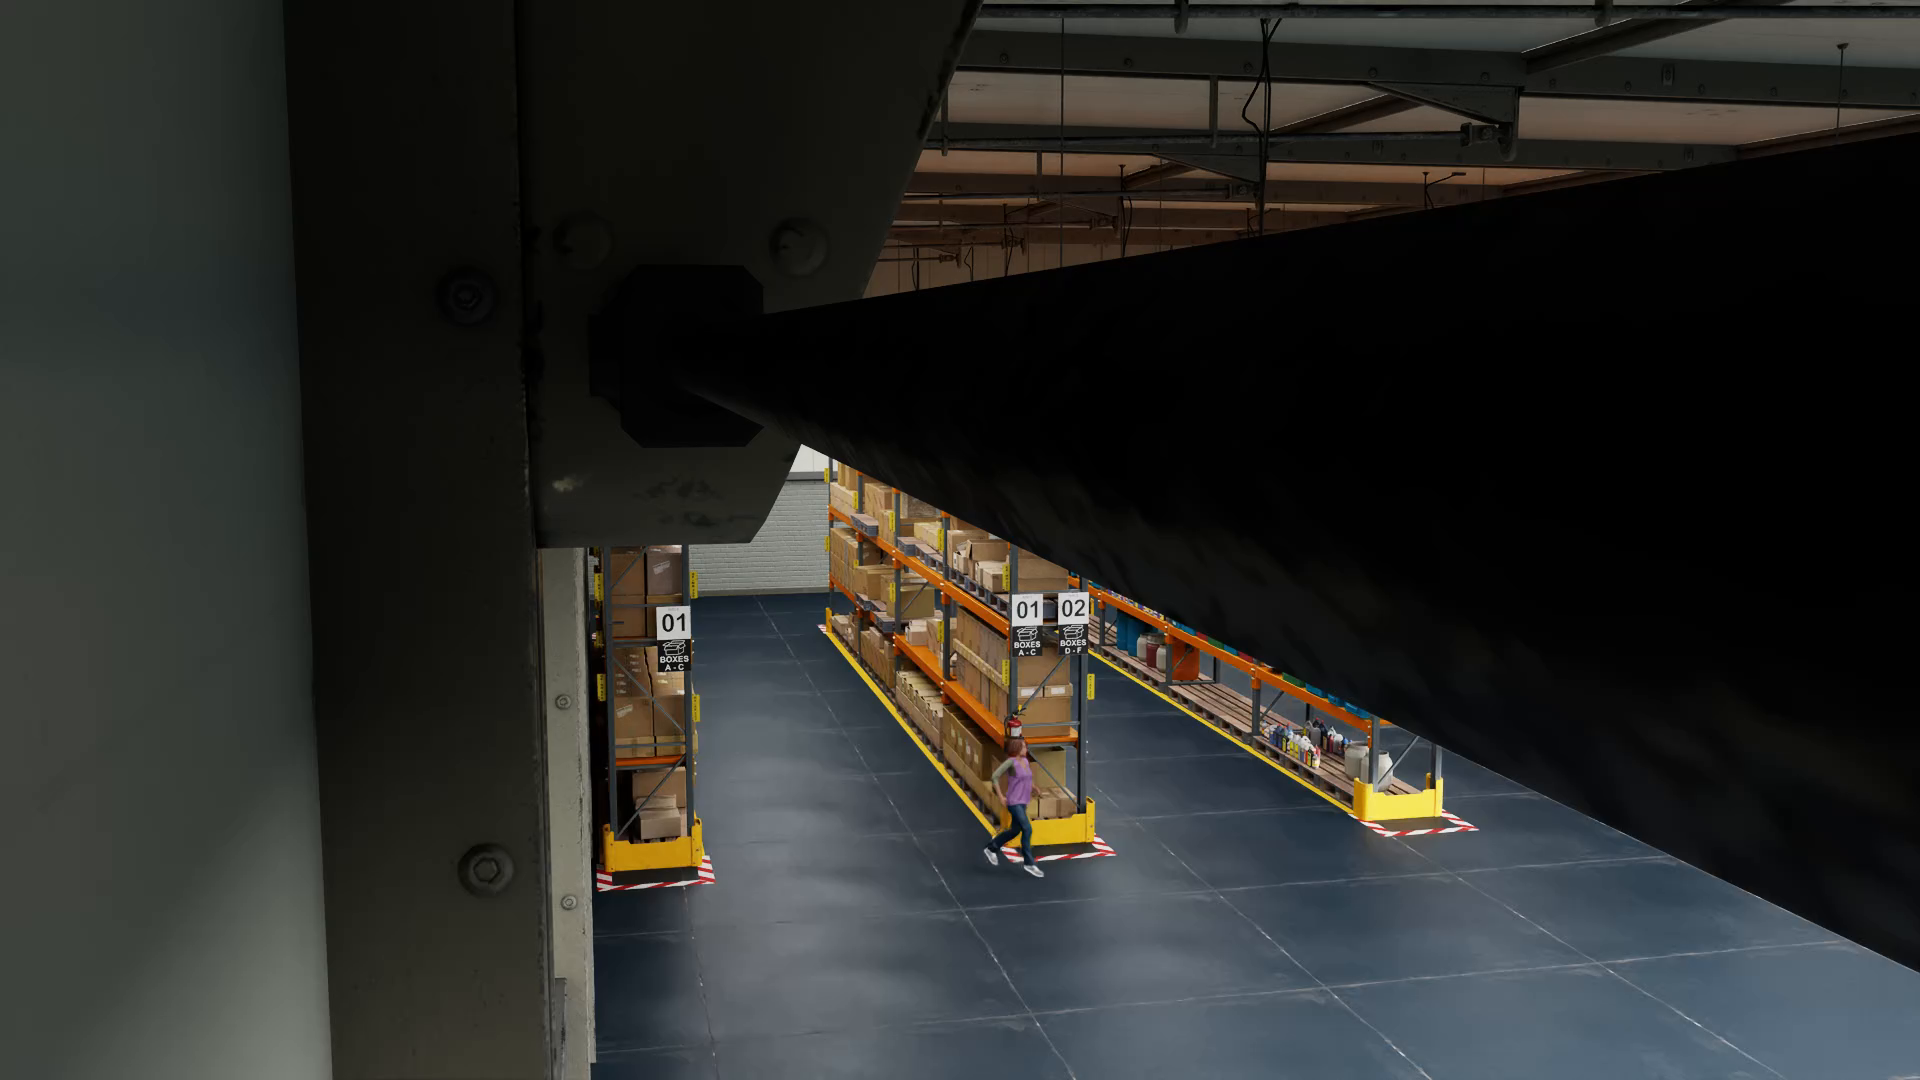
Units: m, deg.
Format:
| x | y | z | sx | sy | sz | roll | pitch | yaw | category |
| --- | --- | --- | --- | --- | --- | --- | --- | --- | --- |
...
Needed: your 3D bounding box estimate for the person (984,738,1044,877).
| x | y | z | sx | sy | sz | roll | pitch | yaw | category |
| --- | --- | --- | --- | --- | --- | --- | --- | --- | --- |
| 0.702 | 3.176 | 19.956 | 0.816 | 1.581 | 0.562 | 4 | 8 | 29 | person |
